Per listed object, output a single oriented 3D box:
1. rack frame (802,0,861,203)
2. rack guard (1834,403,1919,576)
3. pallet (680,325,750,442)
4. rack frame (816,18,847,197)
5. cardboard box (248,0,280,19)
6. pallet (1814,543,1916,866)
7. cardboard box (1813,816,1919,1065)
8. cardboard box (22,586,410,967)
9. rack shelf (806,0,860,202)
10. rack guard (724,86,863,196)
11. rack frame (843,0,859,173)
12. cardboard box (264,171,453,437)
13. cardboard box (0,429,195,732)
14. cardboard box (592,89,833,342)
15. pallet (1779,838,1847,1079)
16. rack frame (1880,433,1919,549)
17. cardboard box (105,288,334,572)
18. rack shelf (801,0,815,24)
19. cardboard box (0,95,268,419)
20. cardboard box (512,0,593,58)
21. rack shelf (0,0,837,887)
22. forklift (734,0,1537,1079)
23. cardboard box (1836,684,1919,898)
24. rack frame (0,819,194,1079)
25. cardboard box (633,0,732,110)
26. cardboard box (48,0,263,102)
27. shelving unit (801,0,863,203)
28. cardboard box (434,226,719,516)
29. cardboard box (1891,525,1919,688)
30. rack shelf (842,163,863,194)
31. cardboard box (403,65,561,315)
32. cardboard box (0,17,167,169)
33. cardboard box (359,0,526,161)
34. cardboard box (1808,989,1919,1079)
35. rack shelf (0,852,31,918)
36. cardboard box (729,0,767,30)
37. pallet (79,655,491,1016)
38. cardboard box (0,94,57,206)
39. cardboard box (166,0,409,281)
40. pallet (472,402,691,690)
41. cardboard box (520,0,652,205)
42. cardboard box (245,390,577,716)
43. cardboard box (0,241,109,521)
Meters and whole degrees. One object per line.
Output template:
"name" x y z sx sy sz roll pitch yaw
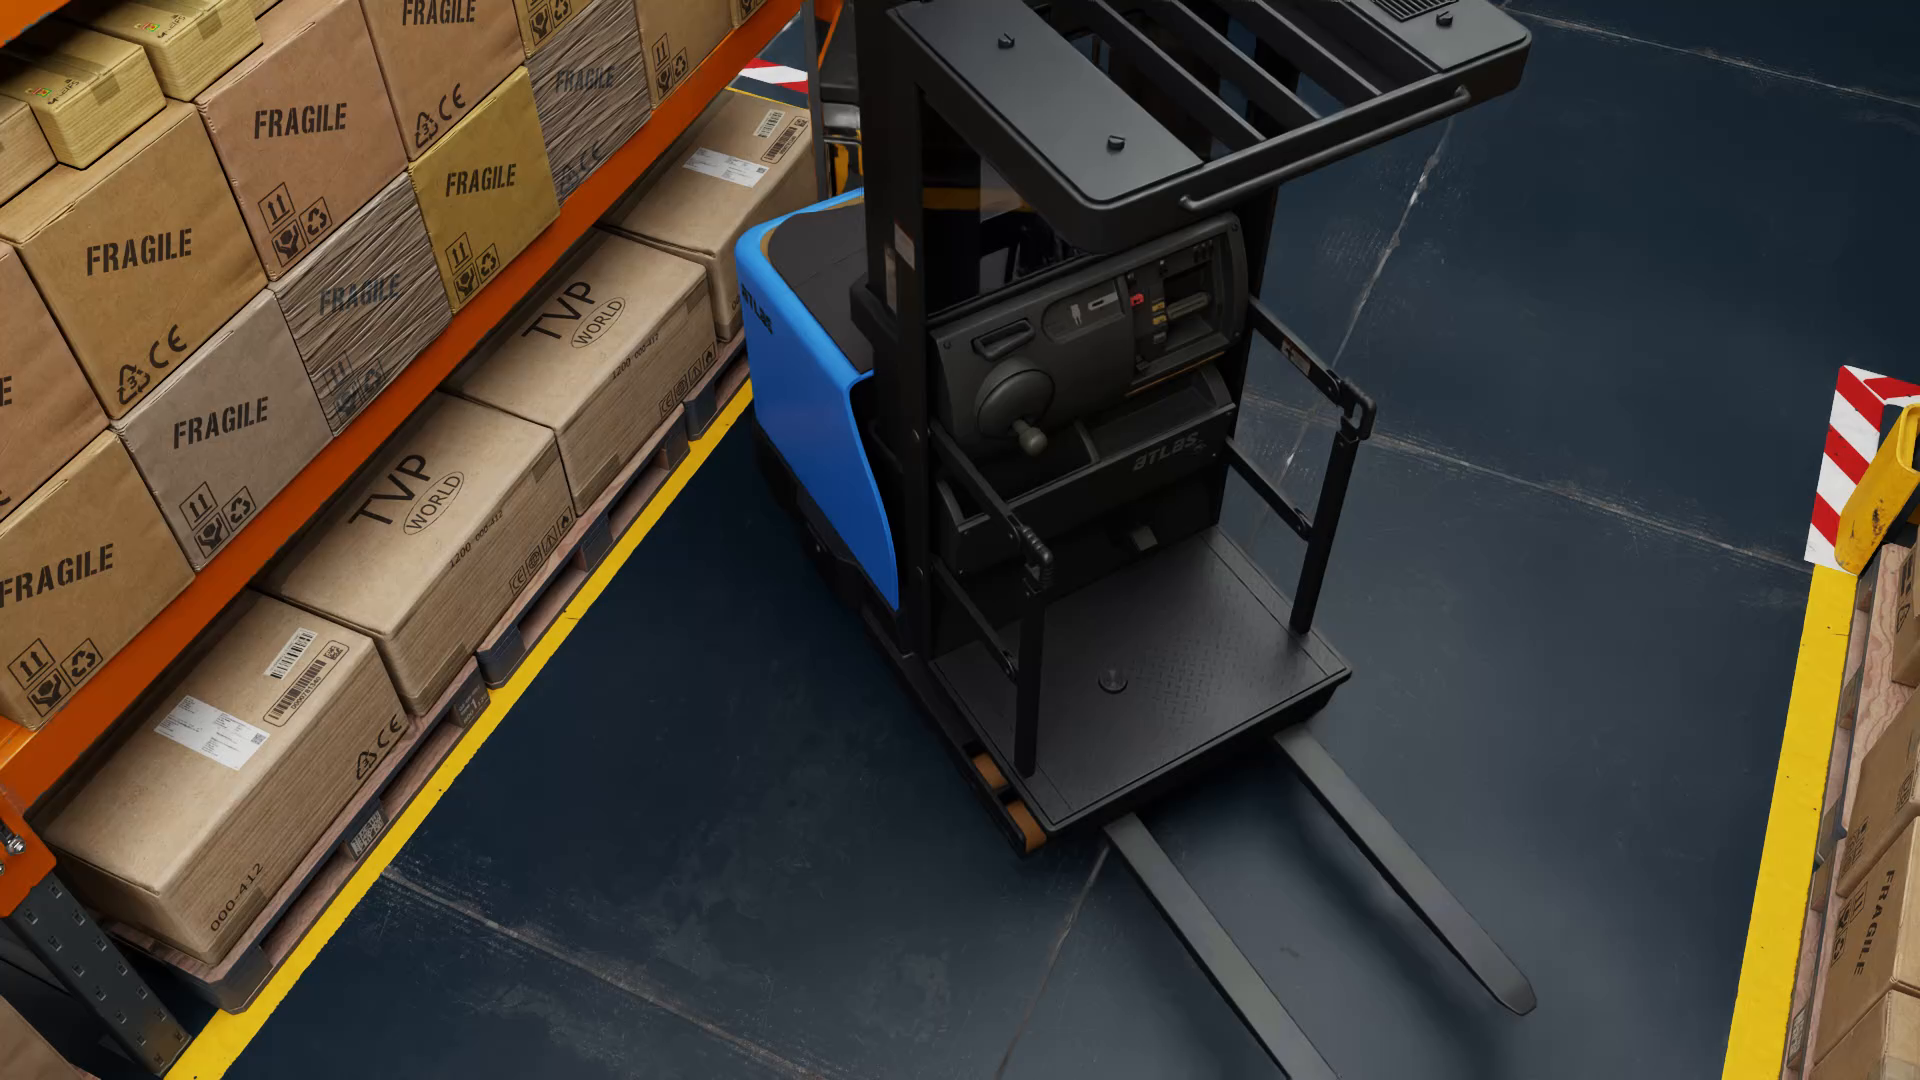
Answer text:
"rack frame" -0.287 -1.303 5.480 0.400 2.100 0.015 7 50 6
"rack guard" 3.577 0.003 5.419 1.175 0.500 0.348 20 52 16
"pallet" -1.151 -0.992 6.456 1.003 0.211 1.213 20 52 16
"rack frame" -0.880 -2.472 5.884 1.000 3.000 0.127 20 52 16
"cardboard box" -1.719 -1.313 3.750 0.380 0.149 0.250 20 52 16
"pallet" 3.237 0.646 5.062 1.003 0.211 1.213 20 52 16
"cardboard box" 2.545 1.112 4.200 0.500 0.500 0.500 21 53 17
"cardboard box" -2.224 0.579 4.694 0.875 0.438 0.875 19 52 16
"rack shelf" -0.249 -1.478 5.647 0.431 0.518 0.480 7 50 6
"rack guard" -0.870 -1.678 6.850 1.175 0.500 0.348 20 52 16
"rack frame" -0.212 -1.671 5.793 0.400 2.100 0.015 7 50 6
"cardboard box" -1.715 -0.673 4.288 0.500 0.500 0.500 20 53 16
"cardboard box" -2.152 0.012 3.704 0.500 0.500 0.500 21 53 17
"cardboard box" -1.072 -1.291 6.285 0.875 0.438 0.875 18 52 15
"pallet" 2.714 1.483 4.350 1.003 0.211 1.213 20 52 16
"rack frame" 3.609 -0.859 4.512 1.000 3.000 0.127 20 52 16
"cardboard box" -1.933 -0.333 3.998 0.500 0.500 0.500 20 53 16
"rack shelf" -0.249 -1.932 5.114 0.431 0.518 0.480 7 50 6
"cardboard box" -1.946 -0.669 3.627 0.500 0.500 0.500 19 52 16
"cardboard box" -1.282 -1.710 4.513 0.500 0.500 0.500 20 52 16
"rack shelf" -1.735 -0.862 4.986 1.077 0.370 4.000 20 52 16
"forklift" 0.469 -0.431 4.192 1.130 2.935 3.031 -25 54 -19
"cardboard box" 2.862 0.781 4.482 0.700 0.500 0.500 22 53 18
"rack frame" -2.589 0.282 3.540 1.000 3.000 0.127 20 52 16
"cardboard box" -1.075 -1.745 5.200 0.500 0.500 0.500 19 52 15
"cardboard box" -1.753 -1.113 3.580 0.380 0.149 0.250 18 52 15
"shelving unit" -0.249 -1.487 5.637 0.431 2.100 0.503 7 50 6
"cardboard box" -1.455 -0.658 5.747 0.875 0.438 0.875 21 53 17
"cardboard box" 3.262 0.204 4.970 0.797 0.503 0.637 18 52 15
"rack shelf" -0.249 -1.024 6.180 0.431 0.518 0.480 7 50 6
"cardboard box" -1.495 -1.028 4.590 0.500 0.500 0.500 21 53 17
"cardboard box" -1.892 -0.940 3.432 0.380 0.149 0.250 19 52 16
"cardboard box" -1.499 -1.364 4.219 0.500 0.500 0.500 19 52 16
"cardboard box" 2.418 1.496 3.873 0.700 0.500 0.500 18 52 15
"rack shelf" -3.444 1.893 2.642 1.077 0.370 4.000 20 52 16
"cardboard box" -0.847 -2.086 5.490 0.500 0.500 0.500 20 53 16
"pallet" -2.194 0.688 5.026 1.003 0.211 1.213 20 52 16
"cardboard box" -2.054 -0.789 3.303 0.380 0.149 0.250 19 52 16
"cardboard box" -1.716 -1.018 3.924 0.500 0.500 0.500 21 53 17
"pallet" -1.674 -0.155 5.743 1.003 0.211 1.213 20 52 16
"cardboard box" -1.286 -1.388 4.896 0.500 0.500 0.500 21 53 17
"cardboard box" -1.842 -0.037 5.219 0.875 0.438 0.875 18 52 15
"cardboard box" -2.167 -0.323 3.333 0.500 0.500 0.500 20 53 16
